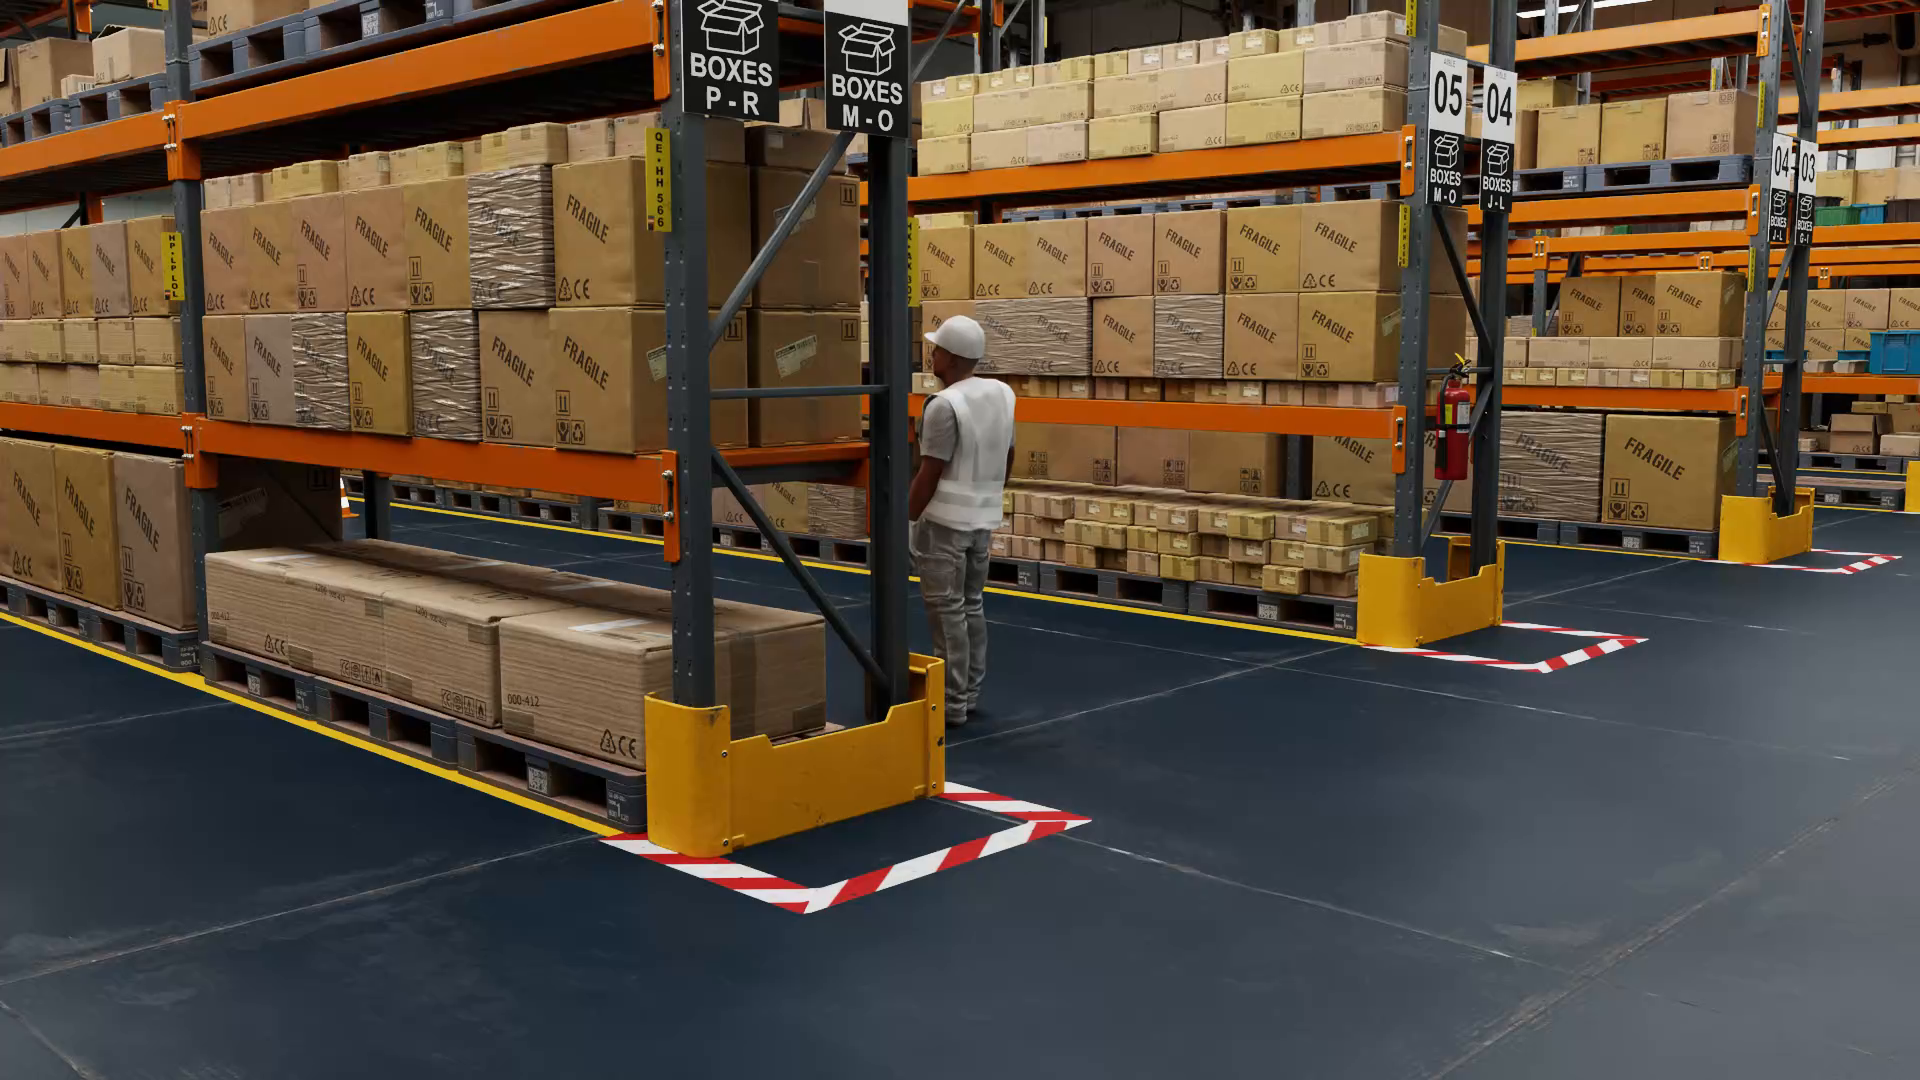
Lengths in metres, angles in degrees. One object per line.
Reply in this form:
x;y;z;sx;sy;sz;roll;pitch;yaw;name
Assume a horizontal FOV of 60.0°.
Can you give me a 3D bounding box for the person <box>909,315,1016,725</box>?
-0.076;-0.085;7.297;0.577;1.782;0.655;5;9;36;person
